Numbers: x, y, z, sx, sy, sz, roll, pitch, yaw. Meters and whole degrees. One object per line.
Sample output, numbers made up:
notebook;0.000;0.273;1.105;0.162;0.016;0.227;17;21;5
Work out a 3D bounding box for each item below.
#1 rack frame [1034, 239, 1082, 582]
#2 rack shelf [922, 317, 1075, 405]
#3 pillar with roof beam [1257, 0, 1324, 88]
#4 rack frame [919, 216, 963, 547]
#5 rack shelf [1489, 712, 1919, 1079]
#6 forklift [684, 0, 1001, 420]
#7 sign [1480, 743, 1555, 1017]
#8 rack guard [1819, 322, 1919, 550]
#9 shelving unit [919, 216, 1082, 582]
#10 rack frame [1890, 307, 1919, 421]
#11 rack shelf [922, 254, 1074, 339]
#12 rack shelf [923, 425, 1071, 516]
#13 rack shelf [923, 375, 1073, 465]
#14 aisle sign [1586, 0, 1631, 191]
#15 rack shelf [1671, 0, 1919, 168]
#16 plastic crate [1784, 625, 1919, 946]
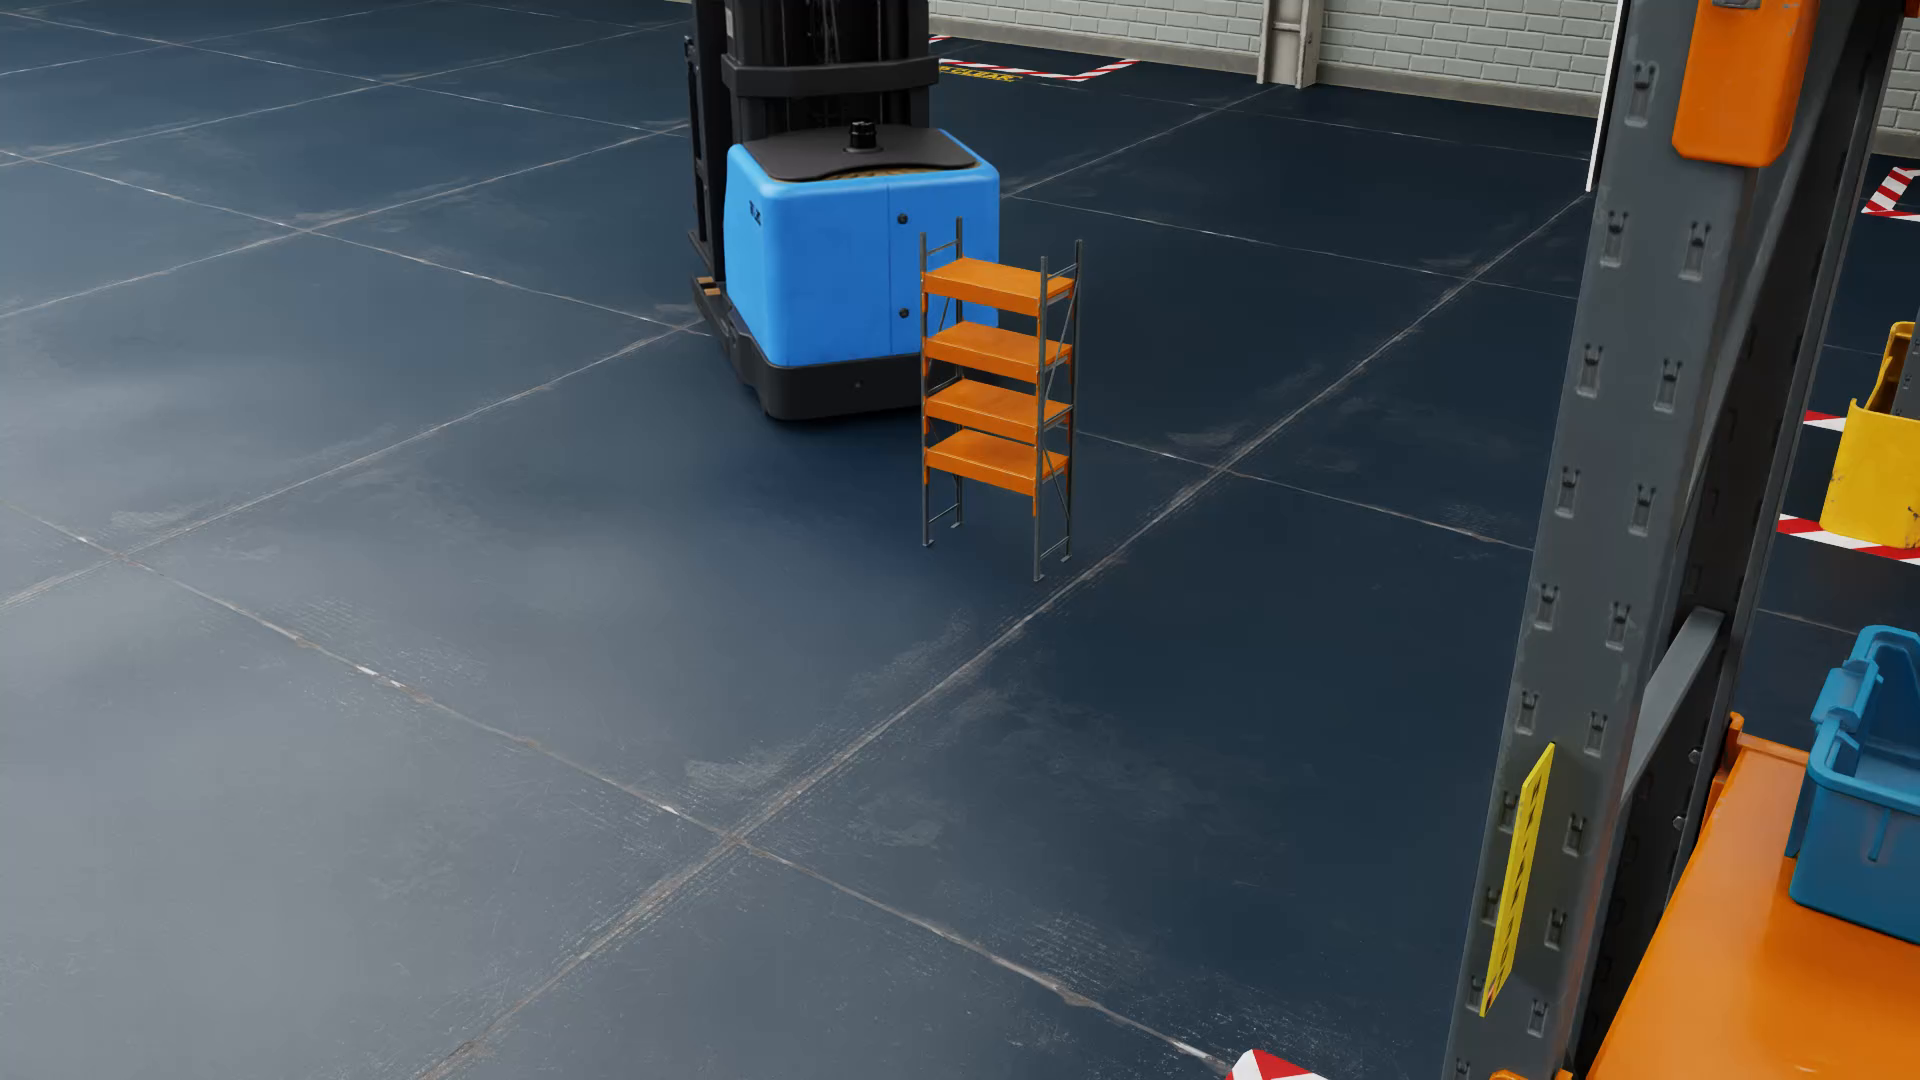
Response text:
rack frame;0.338;-0.430;5.771;0.015;1.200;0.240;17;32;30
rack shelf;0.136;-0.632;5.823;0.480;0.148;0.258;17;32;30
pillar with roof beam;0.236;-6.147;8.406;0.400;9.000;9.100;17;32;30
rack frame;-0.065;-0.555;6.017;0.015;1.200;0.240;17;32;30
rack shelf;2.592;1.140;1.496;4.000;0.370;1.077;17;32;30
forklift;-0.755;-2.465;7.862;1.130;2.935;3.031;-8;28;-16
sign;0.628;0.387;1.877;0.005;0.325;0.100;17;32;30
rack guard;3.731;-0.437;6.558;0.348;0.500;1.175;17;32;30
shelving unit;0.136;-0.492;5.894;0.503;1.200;0.258;17;32;30
rack frame;3.751;-1.545;5.979;0.127;3.000;1.000;17;32;30
rack shelf;0.136;-0.842;5.716;0.480;0.148;0.258;17;32;30
rack shelf;0.136;-0.255;6.015;0.480;0.148;0.258;17;32;30
rack shelf;0.136;-0.432;5.925;0.480;0.148;0.258;17;32;30
aisle sign;0.718;-0.762;1.573;0.004;0.787;0.394;17;32;30
rack shelf;2.592;-0.197;0.815;4.000;0.370;1.077;17;32;30
plastic crate;1.525;0.389;2.343;0.616;0.251;0.499;17;32;30
